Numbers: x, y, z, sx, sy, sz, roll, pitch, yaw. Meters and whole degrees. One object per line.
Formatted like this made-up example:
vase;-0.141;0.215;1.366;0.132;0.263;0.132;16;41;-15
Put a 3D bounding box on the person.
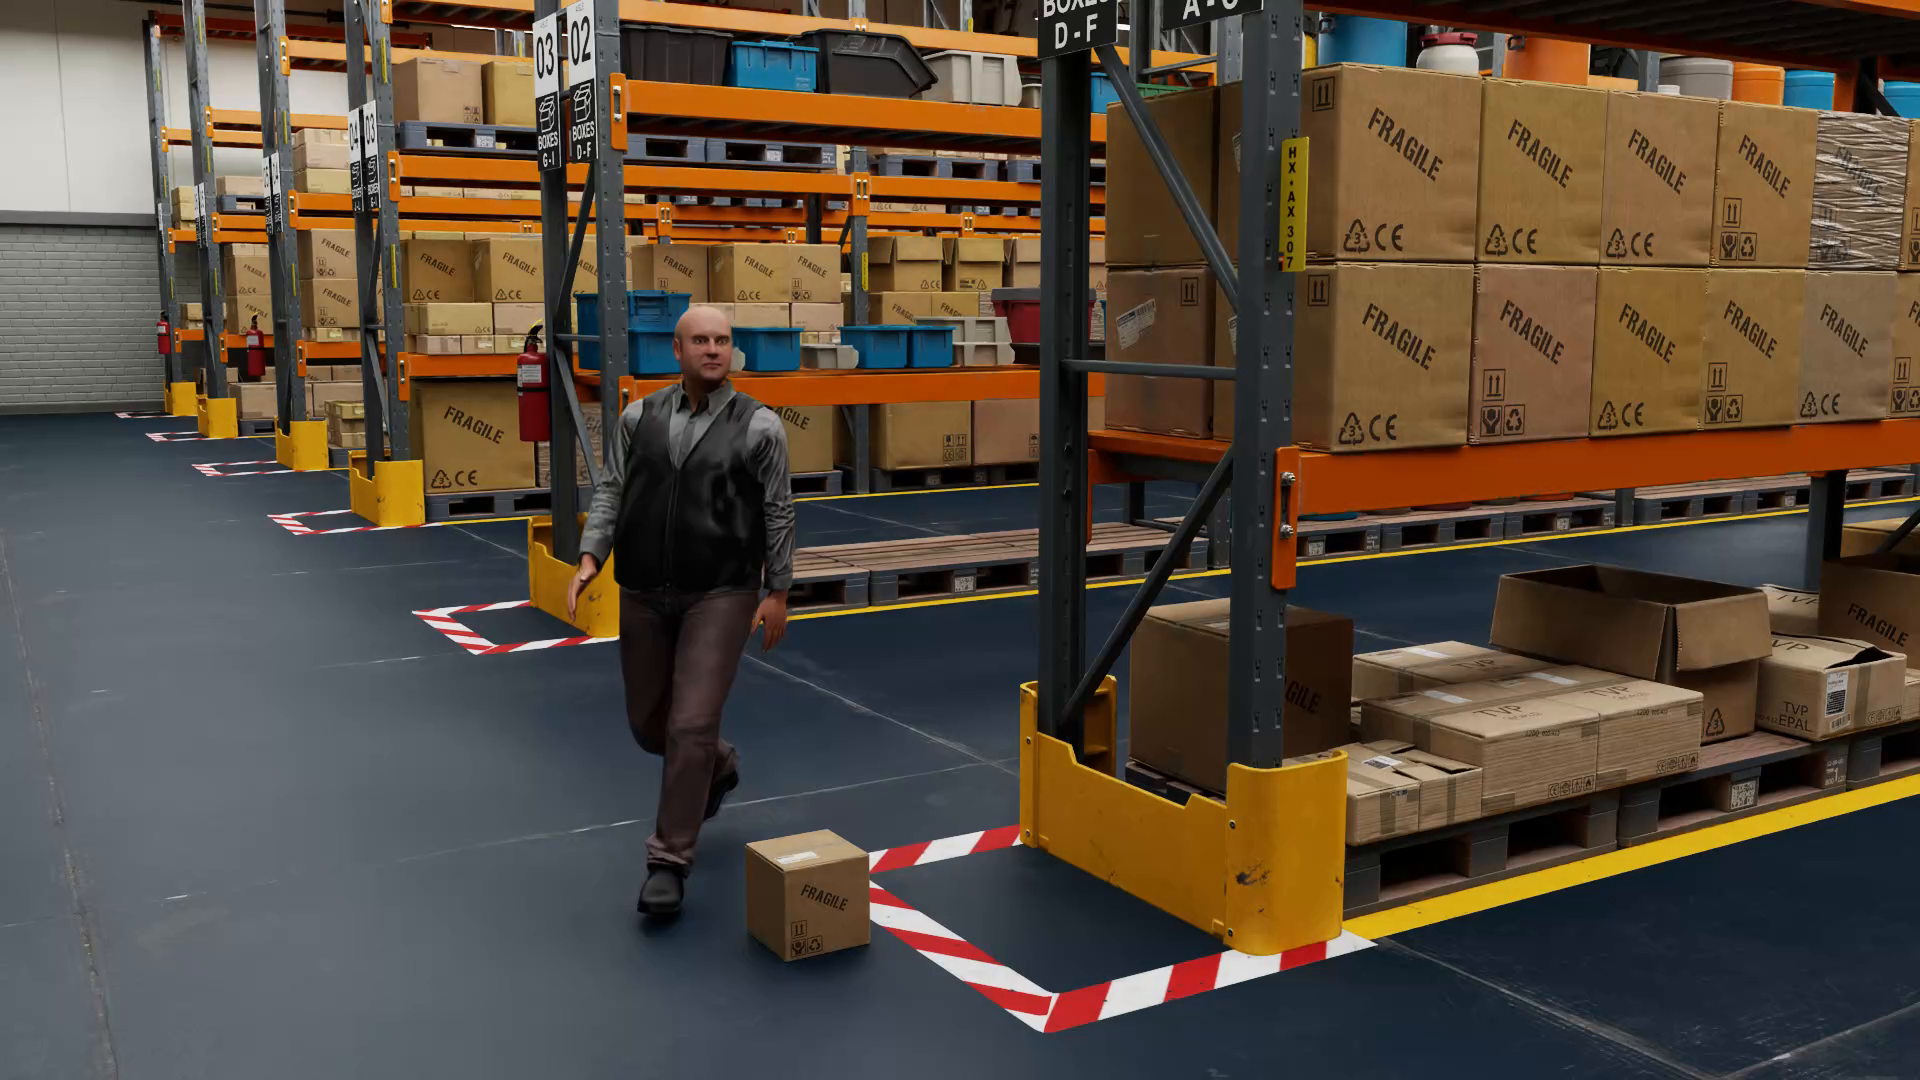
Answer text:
person;-0.807;0.163;4.862;0.593;1.679;0.922;1;8;10
